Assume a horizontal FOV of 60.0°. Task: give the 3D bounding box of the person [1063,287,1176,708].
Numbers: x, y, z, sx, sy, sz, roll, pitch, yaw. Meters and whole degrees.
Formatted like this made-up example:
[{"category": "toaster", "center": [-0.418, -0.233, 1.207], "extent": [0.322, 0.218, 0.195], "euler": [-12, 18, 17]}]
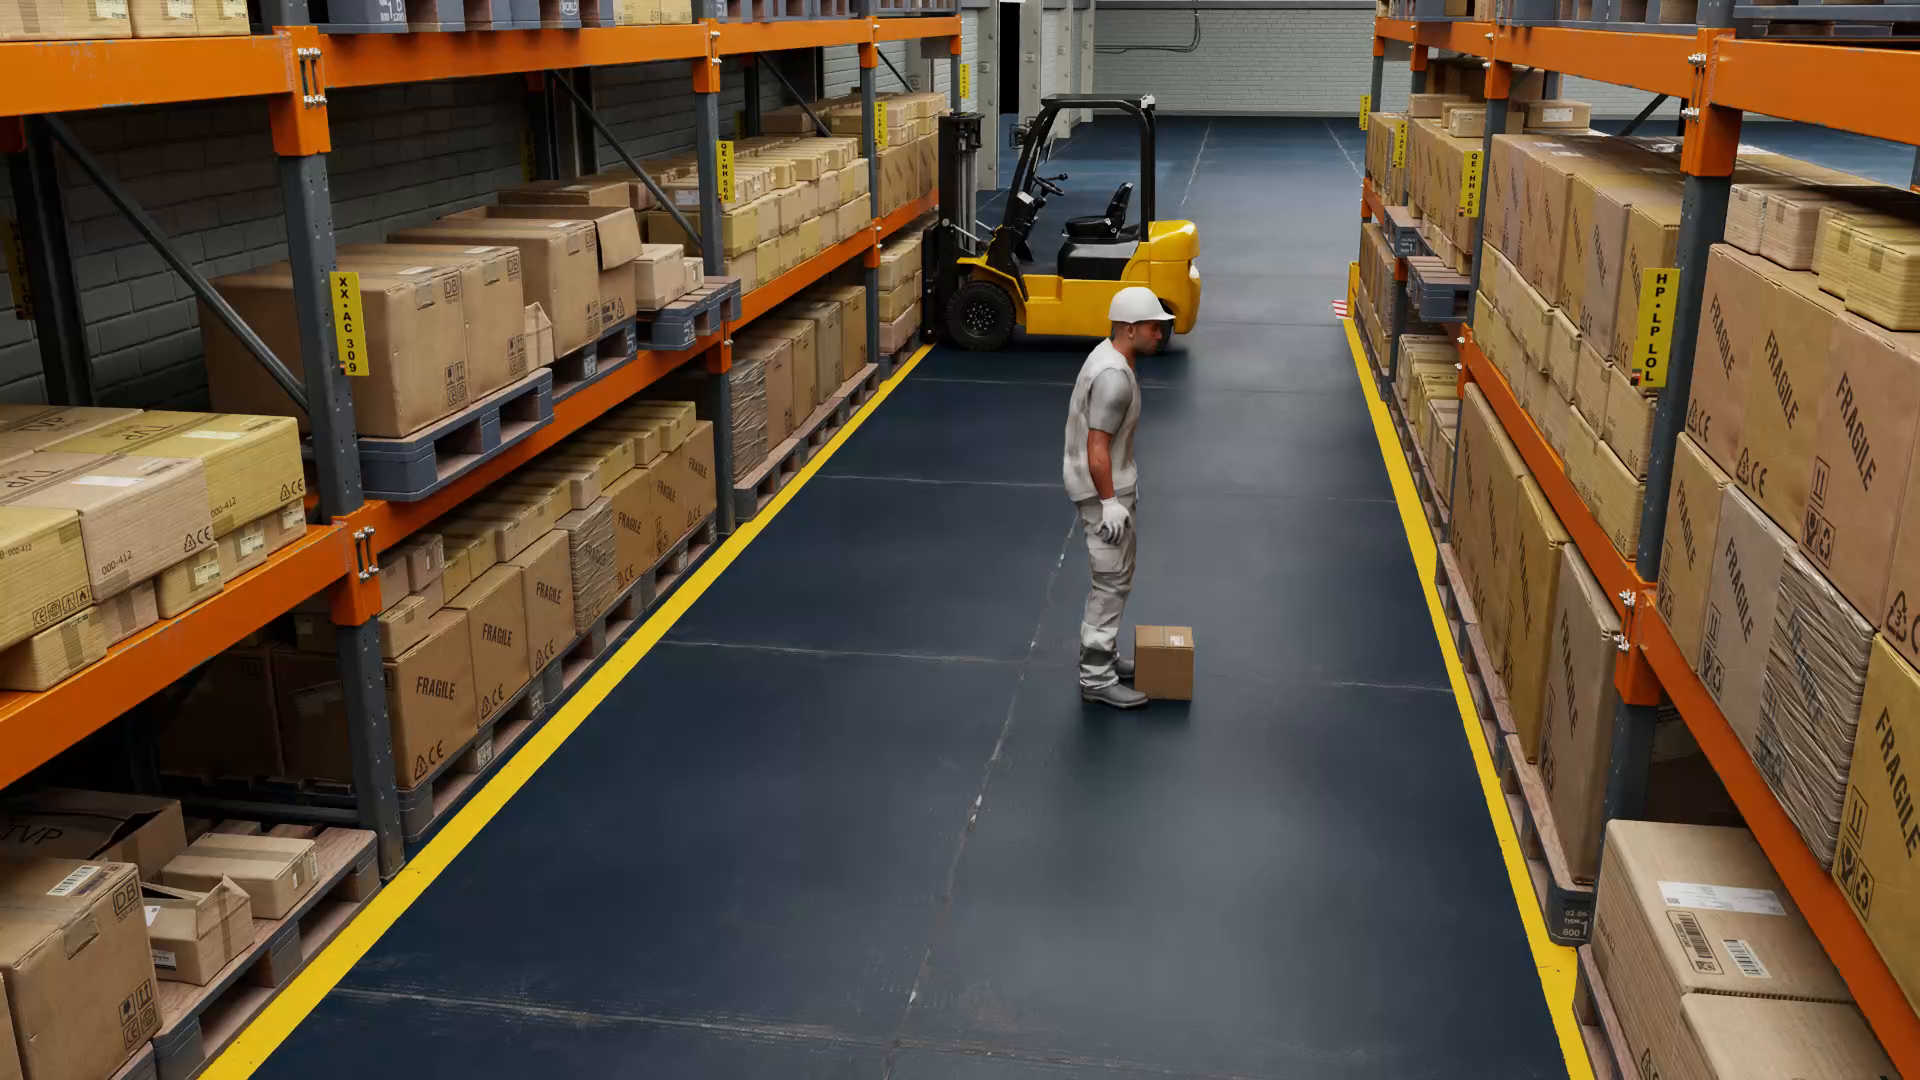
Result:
[{"category": "person", "center": [0.668, -0.195, 7.141], "extent": [0.453, 1.778, 0.604], "euler": [3, 18, 9]}]
